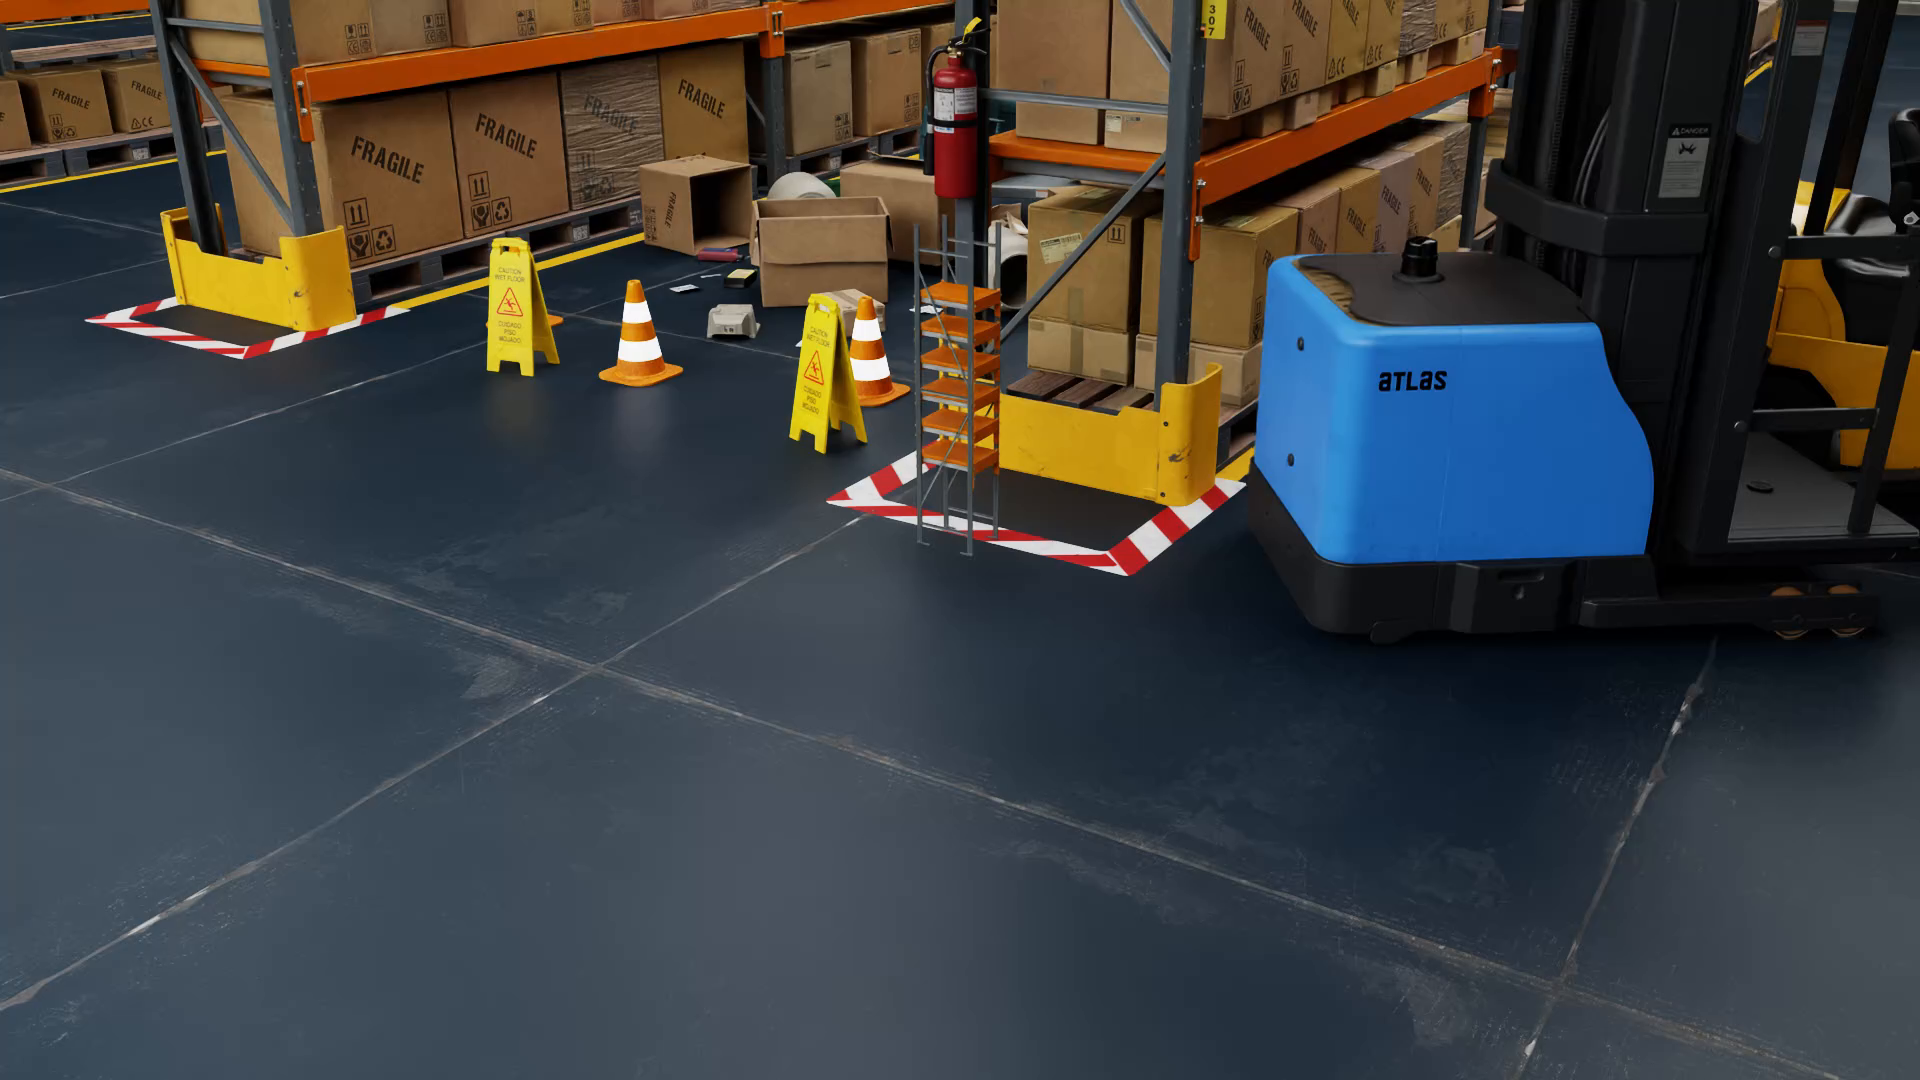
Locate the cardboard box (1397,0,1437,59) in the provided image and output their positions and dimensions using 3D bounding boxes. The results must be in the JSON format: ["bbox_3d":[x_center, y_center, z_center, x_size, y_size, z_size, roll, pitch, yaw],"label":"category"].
[{"bbox_3d":[1.987,-2.632,8.053,0.500,0.500,0.500,15,27,30],"label":"cardboard box"}]

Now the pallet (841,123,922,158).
[{"bbox_3d":[-0.728,-3.416,13.875,1.003,0.211,1.213,14,27,29],"label":"pallet"}]

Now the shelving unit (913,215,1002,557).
[{"bbox_3d":[-0.008,-0.546,6.000,0.258,1.200,0.189,14,27,29],"label":"shelving unit"}]

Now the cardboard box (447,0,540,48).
[{"bbox_3d":[-2.992,-3.212,9.706,0.875,0.550,0.550,14,27,29],"label":"cardboard box"}]

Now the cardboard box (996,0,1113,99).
[{"bbox_3d":[0.487,-2.076,6.769,0.500,0.500,0.500,13,27,28],"label":"cardboard box"}]

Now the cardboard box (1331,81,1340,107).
[{"bbox_3d":[1.490,-2.042,7.506,0.380,0.149,0.250,15,28,31],"label":"cardboard box"}]

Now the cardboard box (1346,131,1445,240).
[{"bbox_3d":[2.194,-1.850,8.736,0.500,0.500,0.500,14,27,30],"label":"cardboard box"}]

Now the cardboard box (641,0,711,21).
[{"bbox_3d":[-2.169,-3.757,10.965,0.875,0.550,0.550,14,27,29],"label":"cardboard box"}]

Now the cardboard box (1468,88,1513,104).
[{"bbox_3d":[4.349,-3.151,12.532,0.950,0.372,0.625,12,26,25],"label":"cardboard box"}]

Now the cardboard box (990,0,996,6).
[{"bbox_3d":[0.535,-5.031,15.771,0.500,0.250,0.500,13,27,28],"label":"cardboard box"}]

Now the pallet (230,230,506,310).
[{"bbox_3d":[-3.468,-1.662,9.824,1.003,0.211,1.213,14,27,29],"label":"pallet"}]

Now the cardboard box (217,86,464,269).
[{"bbox_3d":[-3.522,-2.116,9.509,0.875,0.875,0.875,14,27,29],"label":"cardboard box"}]

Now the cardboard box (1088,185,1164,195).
[{"bbox_3d":[0.909,-1.430,7.765,0.500,0.500,0.500,15,28,31],"label":"cardboard box"}]

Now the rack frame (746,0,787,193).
[{"bbox_3d":[-1.713,-4.006,11.728,1.000,3.000,0.127,14,27,29],"label":"rack frame"}]

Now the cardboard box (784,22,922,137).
[{"bbox_3d":[-0.950,-3.719,13.369,1.050,0.750,0.750,14,27,29],"label":"cardboard box"}]

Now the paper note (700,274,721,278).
[{"bbox_3d":[-1.476,-1.566,9.854,0.123,0.001,0.032,-12,26,-26],"label":"paper note"}]

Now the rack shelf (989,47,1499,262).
[{"bbox_3d":[1.490,-1.998,7.994,1.077,0.370,4.000,14,27,29],"label":"rack shelf"}]

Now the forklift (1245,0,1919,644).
[{"bbox_3d":[2.615,-1.229,5.400,3.031,2.935,1.130,-2,23,-4],"label":"forklift"}]

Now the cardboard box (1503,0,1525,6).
[{"bbox_3d":[3.105,-3.200,9.655,0.380,0.149,0.250,14,27,30],"label":"cardboard box"}]

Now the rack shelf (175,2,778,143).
[{"bbox_3d":[-2.768,-3.001,10.311,1.077,0.370,4.000,14,27,29],"label":"rack shelf"}]

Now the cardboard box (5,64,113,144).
[{"bbox_3d":[-7.008,-3.398,12.943,0.500,0.500,0.500,17,29,34],"label":"cardboard box"}]

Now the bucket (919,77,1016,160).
[{"bbox_3d":[0.173,-2.672,10.854,0.620,0.611,0.726,-6,22,-39],"label":"bucket"}]

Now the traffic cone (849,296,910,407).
[{"bbox_3d":[-0.434,-0.904,7.756,0.336,0.463,0.334,14,27,29],"label":"traffic cone"}]

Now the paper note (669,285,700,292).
[{"bbox_3d":[-1.576,-1.452,9.568,0.142,0.017,0.144,-17,29,-35],"label":"paper note"}]

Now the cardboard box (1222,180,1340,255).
[{"bbox_3d":[1.380,-1.327,7.529,0.500,0.500,0.500,13,26,27],"label":"cardboard box"}]

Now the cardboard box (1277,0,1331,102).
[{"bbox_3d":[1.191,-2.112,6.853,0.500,0.500,0.500,15,27,31],"label":"cardboard box"}]

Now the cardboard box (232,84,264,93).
[{"bbox_3d":[-6.119,-3.998,14.328,0.500,0.500,0.500,13,27,27],"label":"cardboard box"}]

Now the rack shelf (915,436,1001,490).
[{"bbox_3d":[-0.008,-0.285,6.113,0.258,0.103,0.180,14,27,29],"label":"rack shelf"}]

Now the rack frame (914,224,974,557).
[{"bbox_3d":[-0.056,-0.515,5.929,0.240,1.200,0.006,14,27,29],"label":"rack frame"}]

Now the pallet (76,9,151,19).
[{"bbox_3d":[-11.752,-7.471,23.242,1.003,0.211,1.213,14,27,29],"label":"pallet"}]

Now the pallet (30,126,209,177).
[{"bbox_3d":[-6.841,-3.152,13.266,1.003,0.211,1.213,14,27,29],"label":"pallet"}]

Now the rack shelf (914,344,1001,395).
[{"bbox_3d":[-0.008,-0.615,5.970,0.258,0.103,0.180,14,27,29],"label":"rack shelf"}]

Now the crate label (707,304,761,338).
[{"bbox_3d":[-1.194,-1.151,8.735,0.250,0.136,0.298,1,23,2],"label":"crate label"}]

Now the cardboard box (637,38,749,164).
[{"bbox_3d":[-2.105,-3.026,11.610,0.875,0.875,0.875,14,27,30],"label":"cardboard box"}]

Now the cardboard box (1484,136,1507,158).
[{"bbox_3d":[3.196,-2.410,10.821,0.950,0.372,0.625,16,28,32],"label":"cardboard box"}]

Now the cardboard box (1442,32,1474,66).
[{"bbox_3d":[2.509,-2.629,8.864,0.380,0.149,0.250,15,27,30],"label":"cardboard box"}]

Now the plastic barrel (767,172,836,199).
[{"bbox_3d":[-1.009,-2.119,10.613,0.421,0.421,0.512,-7,24,-17],"label":"plastic barrel"}]

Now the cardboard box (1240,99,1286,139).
[{"bbox_3d":[1.120,-1.769,6.878,0.380,0.149,0.250,13,27,27],"label":"cardboard box"}]

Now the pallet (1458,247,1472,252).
[{"bbox_3d":[2.221,-1.489,9.424,1.003,0.211,1.213,14,27,29],"label":"pallet"}]

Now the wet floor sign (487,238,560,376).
[{"bbox_3d":[-2.157,-1.151,8.096,0.267,0.644,0.232,9,25,20],"label":"wet floor sign"}]

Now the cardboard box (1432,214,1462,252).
[{"bbox_3d":[2.462,-1.678,9.282,0.500,0.250,0.500,15,28,31],"label":"cardboard box"}]

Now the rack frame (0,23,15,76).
[{"bbox_3d":[-10.082,-6.117,16.605,1.000,3.000,0.127,14,27,29],"label":"rack frame"}]

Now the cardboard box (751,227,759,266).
[{"bbox_3d":[-1.055,-1.785,10.039,0.396,0.266,0.258,20,30,38],"label":"cardboard box"}]

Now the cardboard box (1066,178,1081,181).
[{"bbox_3d":[1.017,-2.566,10.595,0.500,0.500,0.500,14,27,29],"label":"cardboard box"}]

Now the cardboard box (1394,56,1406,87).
[{"bbox_3d":[1.941,-2.291,8.083,0.380,0.149,0.250,13,27,28],"label":"cardboard box"}]

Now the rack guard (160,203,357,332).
[{"bbox_3d":[-3.836,-1.501,9.087,1.175,0.500,0.348,14,27,29],"label":"rack guard"}]

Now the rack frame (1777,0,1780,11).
[{"bbox_3d":[8.875,-7.053,18.766,1.000,3.000,0.127,14,27,29],"label":"rack frame"}]

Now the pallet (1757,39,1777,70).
[{"bbox_3d":[8.520,-5.487,18.659,1.003,0.211,1.213,14,27,29],"label":"pallet"}]
